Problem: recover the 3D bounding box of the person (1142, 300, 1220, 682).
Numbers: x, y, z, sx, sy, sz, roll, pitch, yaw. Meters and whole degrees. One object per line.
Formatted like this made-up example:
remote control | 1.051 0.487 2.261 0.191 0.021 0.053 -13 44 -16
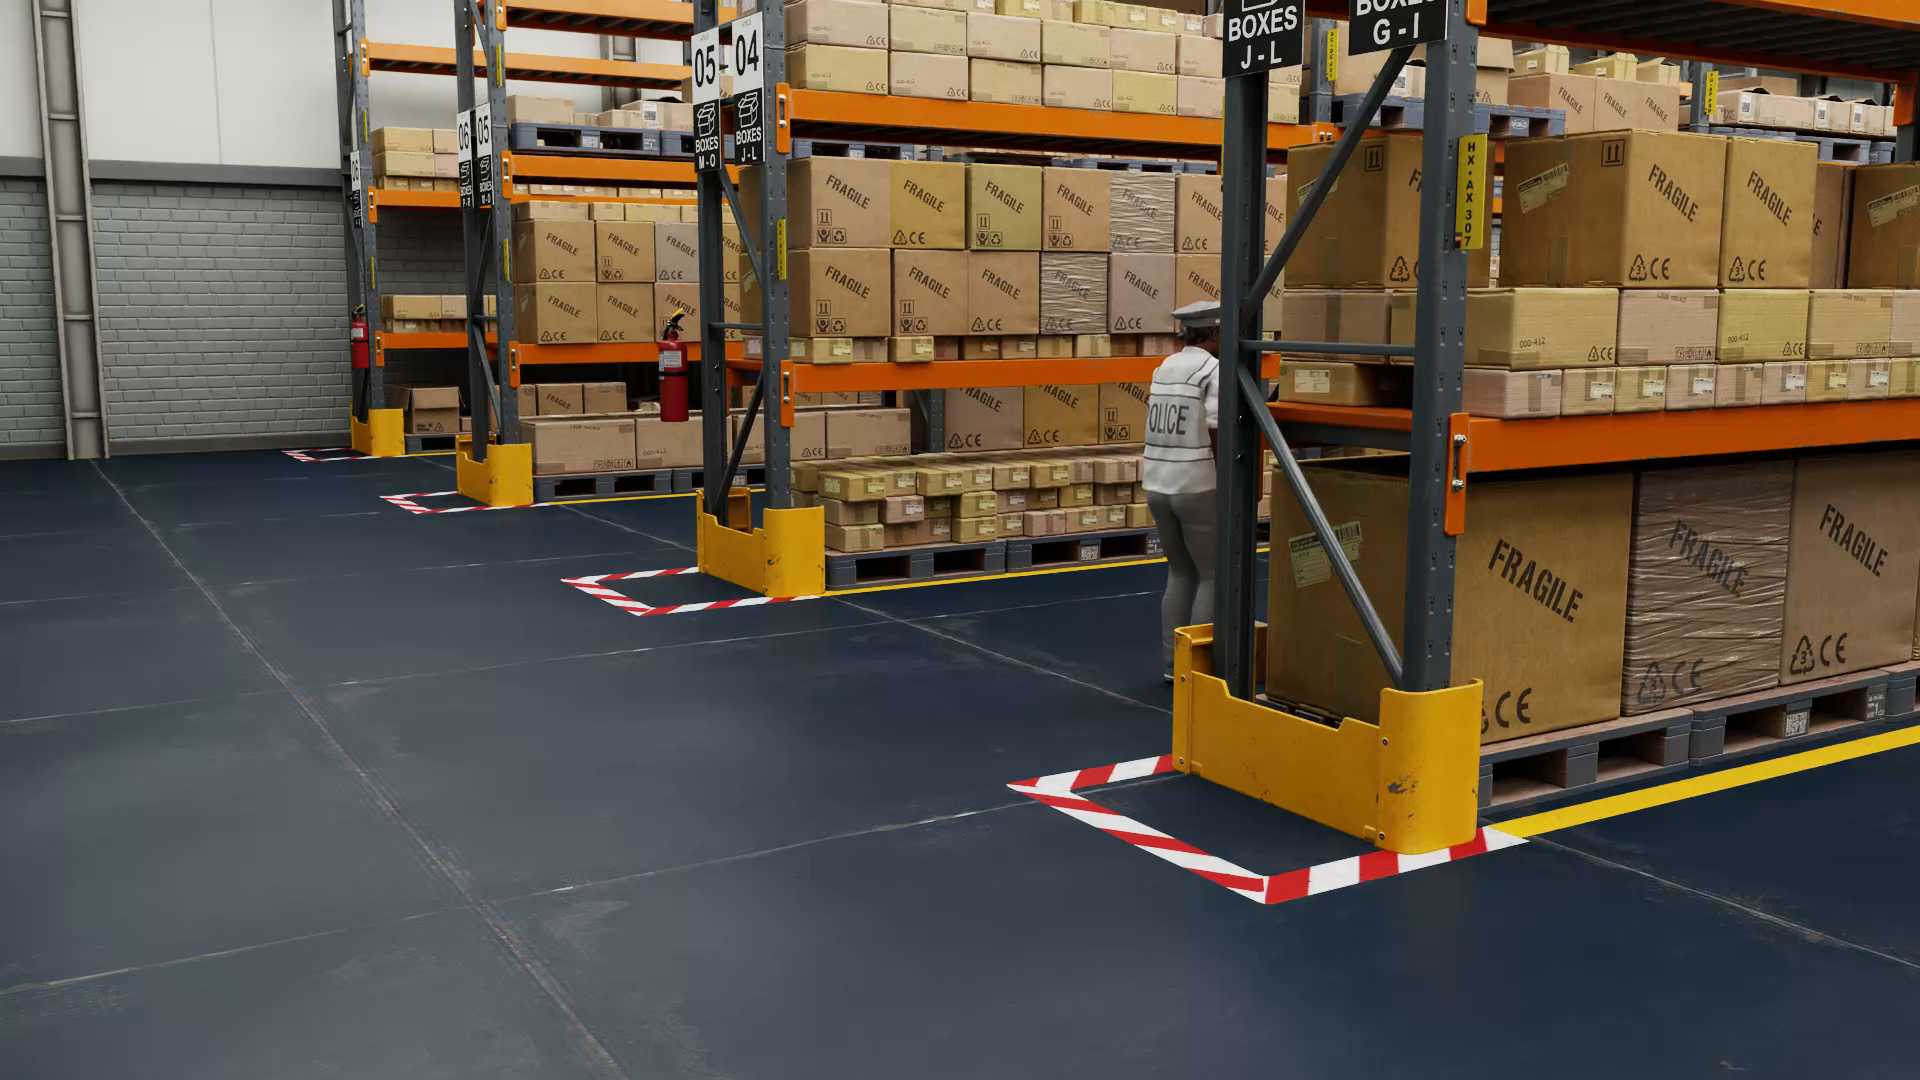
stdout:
person | 1.019 -0.191 7.135 0.422 1.663 0.532 -6 10 -34
